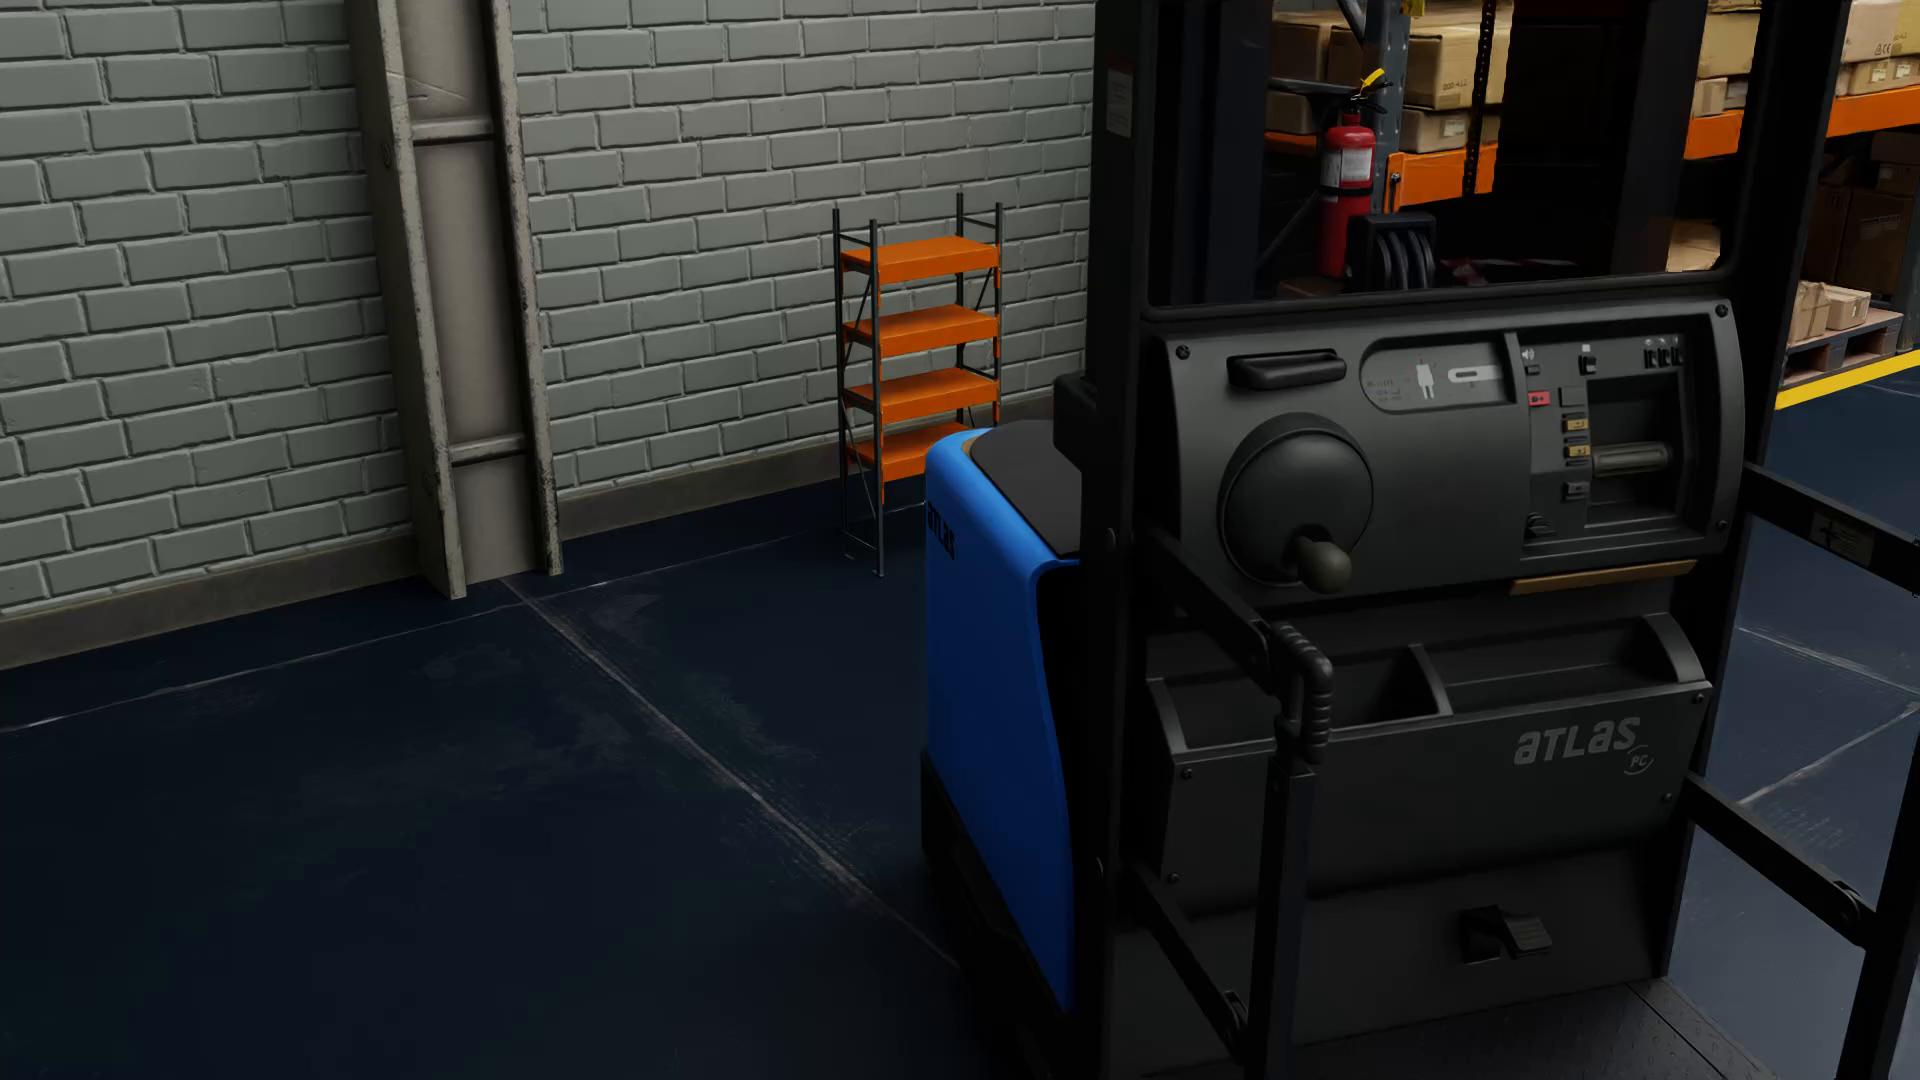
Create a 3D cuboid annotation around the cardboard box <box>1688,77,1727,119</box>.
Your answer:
[{"bbox_3d":[2.832,-1.798,6.694,0.250,0.149,0.380,-14,26,-32],"label":"cardboard box"}]

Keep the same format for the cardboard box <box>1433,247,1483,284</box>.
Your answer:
[{"bbox_3d":[2.397,-0.910,6.937,0.500,0.500,0.700,-14,26,-31],"label":"cardboard box"}]

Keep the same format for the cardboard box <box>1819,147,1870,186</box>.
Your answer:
[{"bbox_3d":[4.506,-1.967,8.708,0.250,0.149,0.380,-16,27,-35],"label":"cardboard box"}]

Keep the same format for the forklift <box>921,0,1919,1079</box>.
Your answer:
[{"bbox_3d":[0.799,-0.122,2.247,1.130,2.935,3.031,-6,23,-15],"label":"forklift"}]

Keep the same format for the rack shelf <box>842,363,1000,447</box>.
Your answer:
[{"bbox_3d":[-0.134,-0.459,5.609,0.480,0.148,0.258,-15,26,-33],"label":"rack shelf"}]

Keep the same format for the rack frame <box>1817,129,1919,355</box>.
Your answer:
[{"bbox_3d":[4.376,-2.465,8.026,0.127,3.000,1.000,-15,26,-33],"label":"rack frame"}]

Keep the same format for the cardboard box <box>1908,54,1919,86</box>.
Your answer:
[{"bbox_3d":[4.264,-2.203,7.709,0.250,0.149,0.380,-15,26,-32],"label":"cardboard box"}]

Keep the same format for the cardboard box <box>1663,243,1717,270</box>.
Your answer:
[{"bbox_3d":[2.885,-0.995,7.148,0.500,0.500,0.500,-14,26,-32],"label":"cardboard box"}]

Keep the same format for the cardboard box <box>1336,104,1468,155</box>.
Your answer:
[{"bbox_3d":[1.556,-1.471,5.875,0.250,0.149,0.380,-15,26,-33],"label":"cardboard box"}]

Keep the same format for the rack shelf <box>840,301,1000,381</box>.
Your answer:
[{"bbox_3d":[-0.134,-0.667,5.526,0.480,0.148,0.258,-15,26,-33],"label":"rack shelf"}]

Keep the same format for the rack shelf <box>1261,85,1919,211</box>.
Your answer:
[{"bbox_3d":[2.752,-1.698,7.075,4.000,0.370,1.077,-15,26,-33],"label":"rack shelf"}]

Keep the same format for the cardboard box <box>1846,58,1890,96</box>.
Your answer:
[{"bbox_3d":[3.869,-2.077,7.393,0.250,0.149,0.380,-14,26,-31],"label":"cardboard box"}]

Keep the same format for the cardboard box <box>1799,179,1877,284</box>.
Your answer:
[{"bbox_3d":[4.601,-1.694,8.901,0.500,0.500,0.500,-15,26,-33],"label":"cardboard box"}]

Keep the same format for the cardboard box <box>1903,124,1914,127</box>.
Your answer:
[{"bbox_3d":[5.532,-2.260,9.443,0.250,0.149,0.380,-14,26,-32],"label":"cardboard box"}]

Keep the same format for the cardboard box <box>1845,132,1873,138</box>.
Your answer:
[{"bbox_3d":[5.101,-2.144,9.152,0.250,0.149,0.380,-16,27,-35],"label":"cardboard box"}]

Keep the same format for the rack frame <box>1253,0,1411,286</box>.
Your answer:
[{"bbox_3d":[1.129,-1.599,5.856,0.127,3.000,1.000,-15,26,-33],"label":"rack frame"}]

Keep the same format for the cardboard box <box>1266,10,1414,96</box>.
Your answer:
[{"bbox_3d":[1.347,-1.847,6.279,0.500,0.250,0.500,-14,26,-31],"label":"cardboard box"}]

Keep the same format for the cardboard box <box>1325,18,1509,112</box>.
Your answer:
[{"bbox_3d":[1.654,-1.685,5.872,0.500,0.250,0.500,-15,26,-33],"label":"cardboard box"}]

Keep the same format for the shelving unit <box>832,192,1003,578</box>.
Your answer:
[{"bbox_3d":[-0.134,-0.521,5.584,0.503,1.200,0.258,-15,26,-33],"label":"shelving unit"}]

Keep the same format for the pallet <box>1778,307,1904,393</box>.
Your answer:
[{"bbox_3d":[3.818,-1.021,8.171,1.213,0.211,1.003,-15,26,-33],"label":"pallet"}]

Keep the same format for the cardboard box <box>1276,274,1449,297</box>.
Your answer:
[{"bbox_3d":[1.680,-0.739,6.502,0.637,0.503,0.797,-16,27,-35],"label":"cardboard box"}]

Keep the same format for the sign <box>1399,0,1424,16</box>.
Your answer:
[{"bbox_3d":[1.446,-1.838,5.287,0.005,0.325,0.100,-15,26,-33],"label":"sign"}]

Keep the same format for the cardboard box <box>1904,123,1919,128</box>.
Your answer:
[{"bbox_3d":[5.005,-2.007,8.407,0.250,0.149,0.380,-16,27,-35],"label":"cardboard box"}]

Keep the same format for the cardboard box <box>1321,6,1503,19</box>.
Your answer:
[{"bbox_3d":[1.766,-1.958,6.558,0.500,0.250,0.500,-15,26,-33],"label":"cardboard box"}]

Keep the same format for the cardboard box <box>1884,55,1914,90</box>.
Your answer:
[{"bbox_3d":[4.066,-2.140,7.552,0.250,0.149,0.380,-14,26,-31],"label":"cardboard box"}]

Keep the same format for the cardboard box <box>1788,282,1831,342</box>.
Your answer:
[{"bbox_3d":[3.805,-1.104,7.738,0.258,0.266,0.396,-14,26,-31],"label":"cardboard box"}]

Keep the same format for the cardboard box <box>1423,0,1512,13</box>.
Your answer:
[{"bbox_3d":[2.171,-2.064,6.823,0.500,0.250,0.500,-14,26,-31],"label":"cardboard box"}]

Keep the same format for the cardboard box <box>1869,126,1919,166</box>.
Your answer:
[{"bbox_3d":[4.787,-1.954,8.276,0.250,0.149,0.380,-15,26,-34],"label":"cardboard box"}]

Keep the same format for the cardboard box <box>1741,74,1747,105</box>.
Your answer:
[{"bbox_3d":[3.174,-1.942,7.055,0.250,0.149,0.380,-14,26,-32],"label":"cardboard box"}]

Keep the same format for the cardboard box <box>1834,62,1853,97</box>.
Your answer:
[{"bbox_3d":[3.640,-2.028,7.271,0.250,0.149,0.380,-14,26,-31],"label":"cardboard box"}]

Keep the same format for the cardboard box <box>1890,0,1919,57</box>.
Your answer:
[{"bbox_3d":[4.105,-2.350,7.539,0.500,0.250,0.500,-14,26,-32],"label":"cardboard box"}]

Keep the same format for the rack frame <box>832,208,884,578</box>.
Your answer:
[{"bbox_3d":[-0.332,-0.469,5.452,0.015,1.200,0.240,-15,26,-33],"label":"rack frame"}]

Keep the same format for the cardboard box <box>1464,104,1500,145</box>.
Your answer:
[{"bbox_3d":[1.735,-1.540,6.047,0.250,0.149,0.380,-14,26,-32],"label":"cardboard box"}]

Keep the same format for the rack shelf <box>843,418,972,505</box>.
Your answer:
[{"bbox_3d":[-0.134,-0.275,5.683,0.480,0.148,0.258,-15,26,-33],"label":"rack shelf"}]

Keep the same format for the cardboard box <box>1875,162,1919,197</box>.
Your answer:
[{"bbox_3d":[4.822,-1.798,8.285,0.250,0.149,0.380,-14,25,-30],"label":"cardboard box"}]

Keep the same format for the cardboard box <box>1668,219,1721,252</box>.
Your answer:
[{"bbox_3d":[3.240,-1.135,7.500,0.500,0.500,0.700,-16,27,-35],"label":"cardboard box"}]

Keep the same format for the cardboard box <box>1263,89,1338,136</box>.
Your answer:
[{"bbox_3d":[1.241,-1.635,6.285,0.250,0.149,0.380,-15,26,-33],"label":"cardboard box"}]

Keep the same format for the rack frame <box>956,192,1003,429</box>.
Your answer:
[{"bbox_3d":[0.064,-0.574,5.717,0.015,1.200,0.240,-15,26,-33],"label":"rack frame"}]

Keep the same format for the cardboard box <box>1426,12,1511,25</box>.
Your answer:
[{"bbox_3d":[2.063,-1.794,6.146,0.500,0.250,0.500,-15,26,-32],"label":"cardboard box"}]

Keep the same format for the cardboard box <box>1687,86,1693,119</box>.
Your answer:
[{"bbox_3d":[2.630,-1.735,6.536,0.250,0.149,0.380,-16,27,-34],"label":"cardboard box"}]

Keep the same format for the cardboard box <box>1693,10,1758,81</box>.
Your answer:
[{"bbox_3d":[2.876,-2.022,6.717,0.500,0.250,0.500,-16,27,-34],"label":"cardboard box"}]

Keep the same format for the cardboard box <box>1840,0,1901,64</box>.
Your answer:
[{"bbox_3d":[3.707,-2.237,7.256,0.500,0.250,0.500,-15,26,-33],"label":"cardboard box"}]

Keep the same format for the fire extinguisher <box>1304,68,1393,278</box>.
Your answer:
[{"bbox_3d":[1.279,-1.219,5.512,0.183,0.674,0.296,-15,26,-33],"label":"fire extinguisher"}]

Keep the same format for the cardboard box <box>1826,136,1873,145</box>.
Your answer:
[{"bbox_3d":[4.909,-2.080,8.993,0.250,0.149,0.380,-15,26,-32],"label":"cardboard box"}]

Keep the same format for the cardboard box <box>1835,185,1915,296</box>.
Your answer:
[{"bbox_3d":[4.900,-1.536,8.504,0.500,0.500,0.500,-14,25,-31],"label":"cardboard box"}]

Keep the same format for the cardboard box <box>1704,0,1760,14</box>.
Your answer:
[{"bbox_3d":[2.872,-2.358,6.547,0.500,0.500,0.500,-14,26,-32],"label":"cardboard box"}]

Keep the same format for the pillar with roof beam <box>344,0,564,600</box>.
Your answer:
[{"bbox_3d":[0.928,-2.778,0.716,0.400,9.000,9.100,-15,26,-33],"label":"pillar with roof beam"}]

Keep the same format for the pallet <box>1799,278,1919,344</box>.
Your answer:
[{"bbox_3d":[5.014,-1.357,9.013,1.213,0.211,1.003,-15,26,-33],"label":"pallet"}]

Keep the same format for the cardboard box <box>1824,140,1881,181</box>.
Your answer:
[{"bbox_3d":[4.716,-2.025,8.855,0.250,0.149,0.380,-15,26,-33],"label":"cardboard box"}]

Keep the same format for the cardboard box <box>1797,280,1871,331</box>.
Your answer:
[{"bbox_3d":[4.095,-1.127,7.953,0.250,0.149,0.380,-16,27,-34],"label":"cardboard box"}]

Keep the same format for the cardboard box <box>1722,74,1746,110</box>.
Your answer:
[{"bbox_3d":[3.001,-1.875,6.886,0.250,0.149,0.380,-15,26,-33],"label":"cardboard box"}]

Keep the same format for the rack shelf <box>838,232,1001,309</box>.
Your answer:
[{"bbox_3d":[-0.134,-0.886,5.439,0.480,0.148,0.258,-15,26,-33],"label":"rack shelf"}]
